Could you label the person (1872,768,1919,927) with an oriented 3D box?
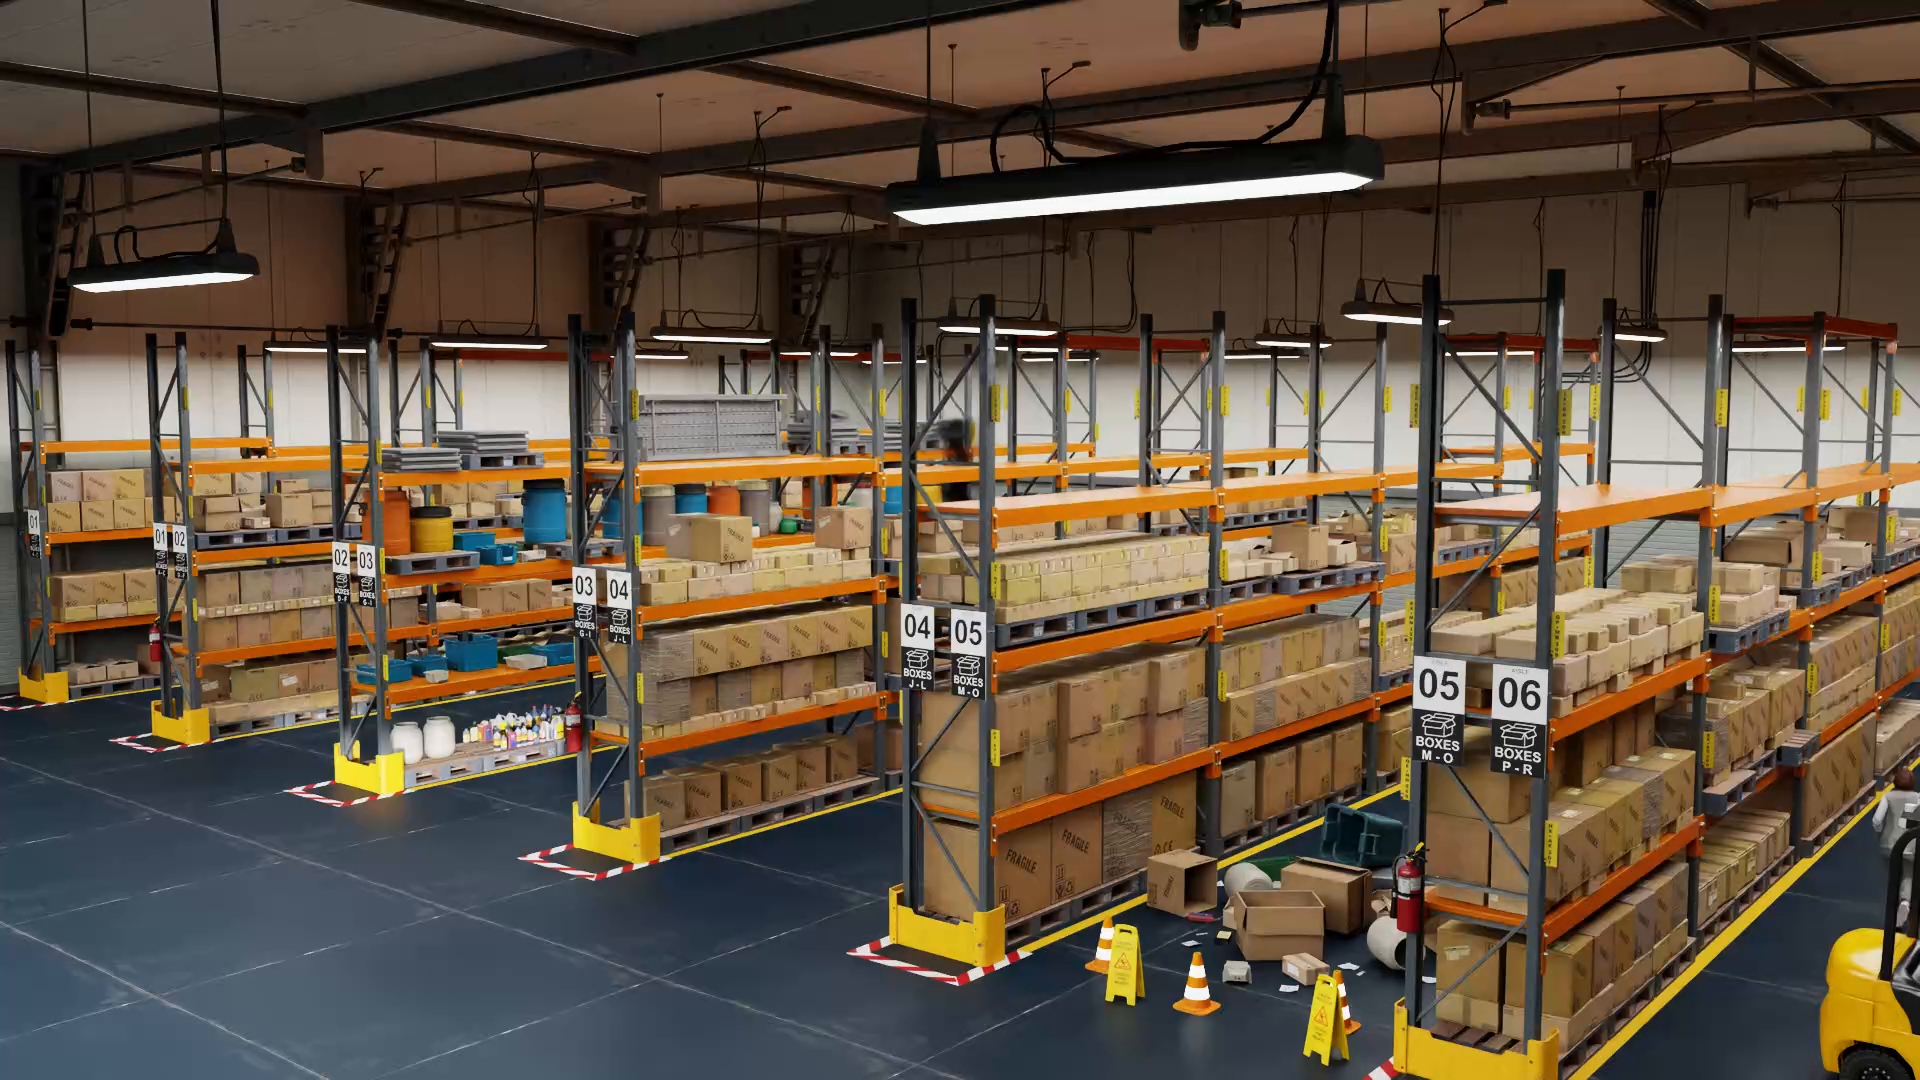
[{"bbox_3d":[9.055,3.023,15.974,0.539,1.439,0.575,3,6,30],"label":"person"}]
